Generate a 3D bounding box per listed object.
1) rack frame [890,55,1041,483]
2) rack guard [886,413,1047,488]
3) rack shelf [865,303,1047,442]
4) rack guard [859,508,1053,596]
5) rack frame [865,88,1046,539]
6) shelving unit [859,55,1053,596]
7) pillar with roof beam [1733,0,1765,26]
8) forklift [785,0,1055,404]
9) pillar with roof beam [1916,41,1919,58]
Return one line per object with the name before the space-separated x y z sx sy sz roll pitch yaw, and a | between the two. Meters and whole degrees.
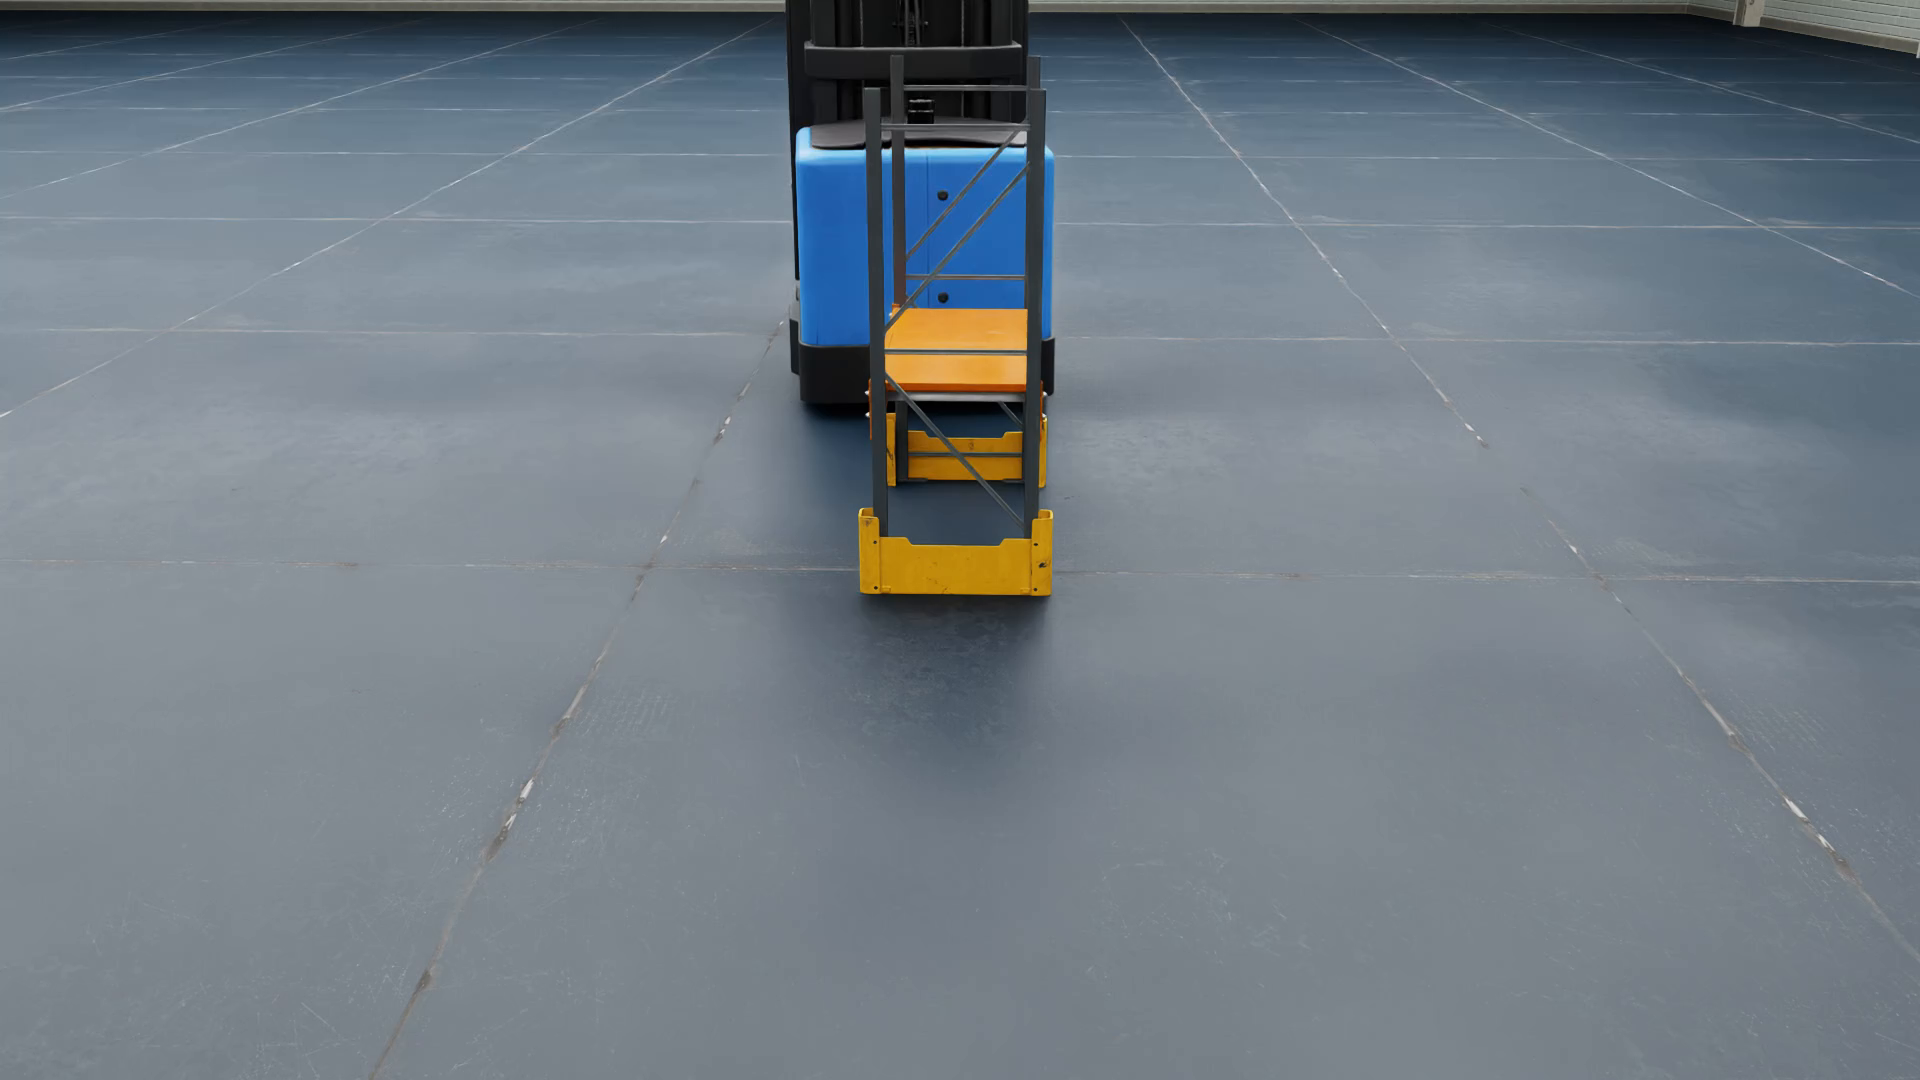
rack frame | 0.018 -0.914 5.811 0.500 1.500 0.032 1 21 2
rack guard | 0.017 -0.324 6.019 0.587 0.250 0.087 1 21 2
rack shelf | 0.003 -0.562 5.402 0.538 0.185 1.000 1 21 2
rack guard | -0.013 0.036 5.091 0.587 0.250 0.087 1 21 2
rack frame | -0.013 -0.546 4.863 0.500 1.500 0.032 1 21 2
shelving unit | 0.002 -0.727 5.329 0.587 1.500 1.083 1 21 2
pillar with roof beam | 8.613 -12.688 25.788 9.100 9.000 0.400 1 21 2
forklift | -0.260 -2.410 7.689 1.130 2.935 3.031 -2 21 -5
pillar with roof beam | 8.430 -10.518 20.197 9.100 9.000 0.400 1 21 2
